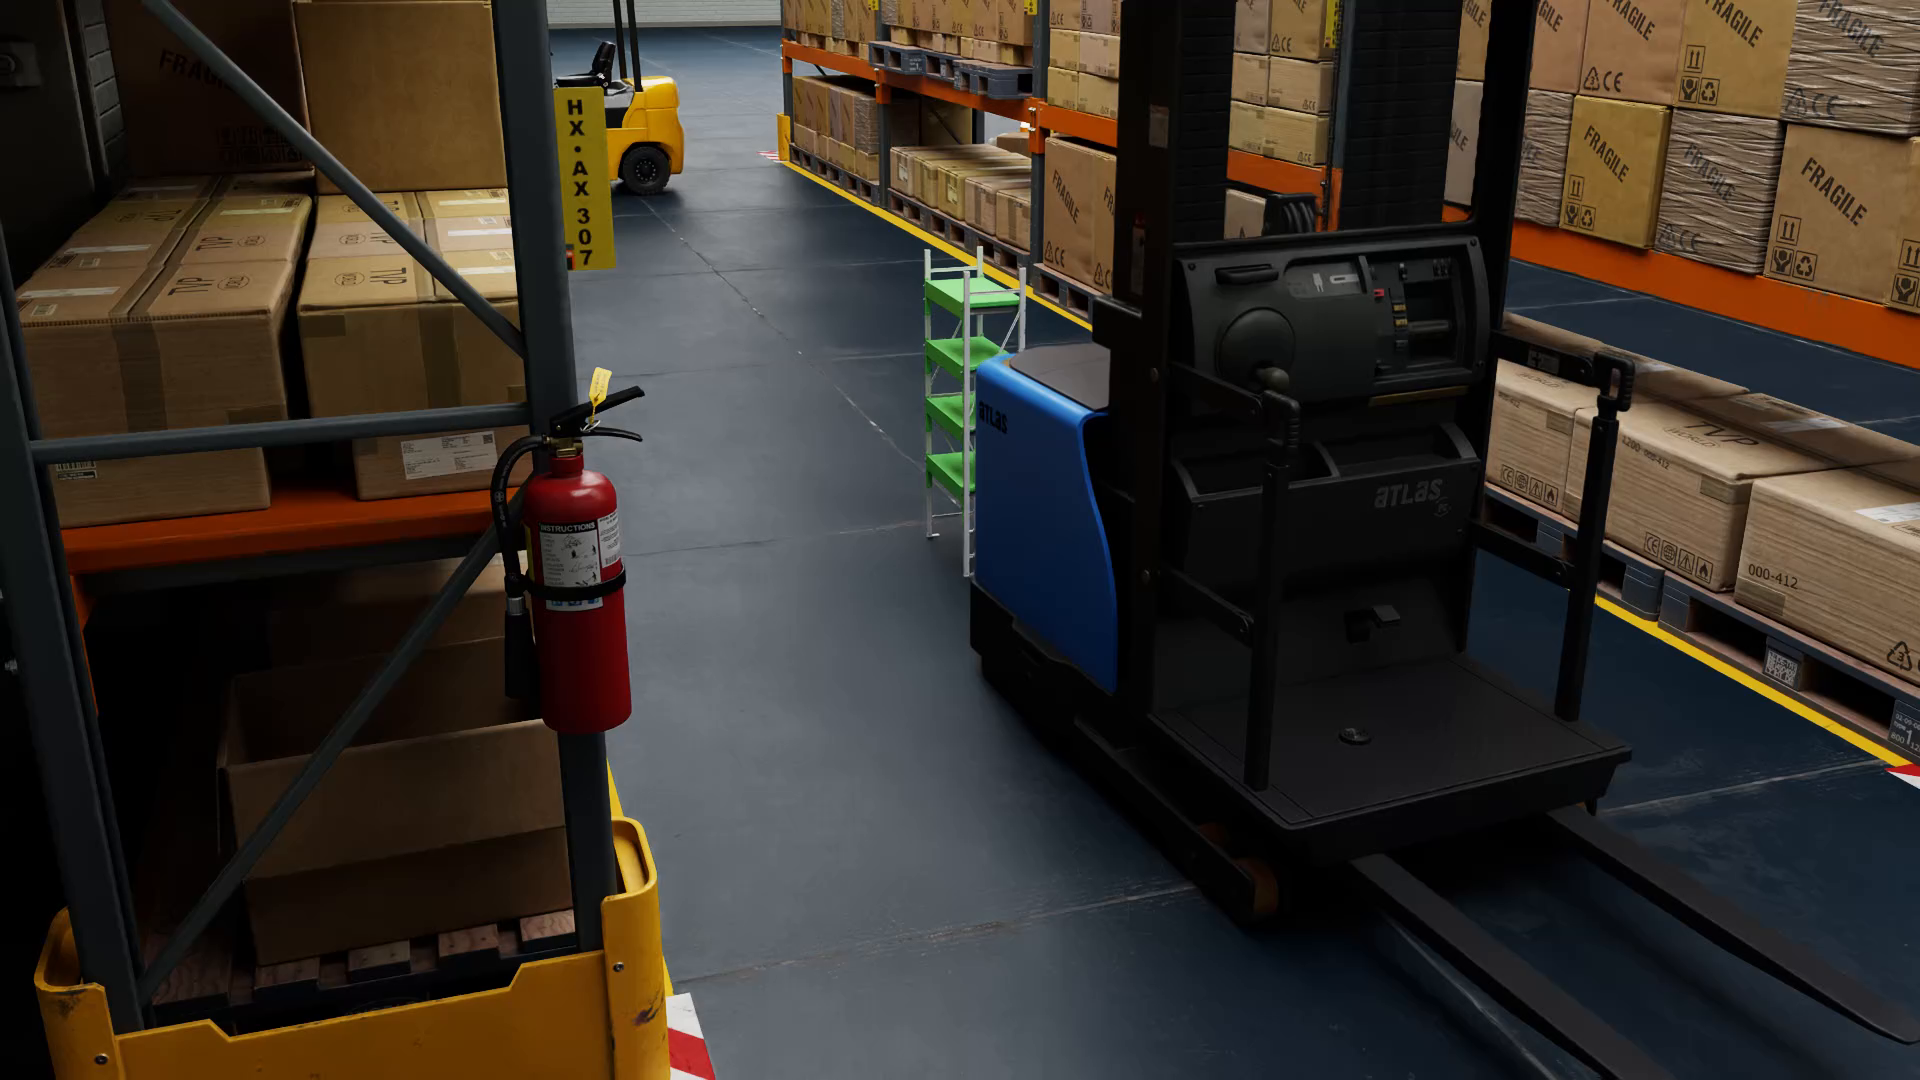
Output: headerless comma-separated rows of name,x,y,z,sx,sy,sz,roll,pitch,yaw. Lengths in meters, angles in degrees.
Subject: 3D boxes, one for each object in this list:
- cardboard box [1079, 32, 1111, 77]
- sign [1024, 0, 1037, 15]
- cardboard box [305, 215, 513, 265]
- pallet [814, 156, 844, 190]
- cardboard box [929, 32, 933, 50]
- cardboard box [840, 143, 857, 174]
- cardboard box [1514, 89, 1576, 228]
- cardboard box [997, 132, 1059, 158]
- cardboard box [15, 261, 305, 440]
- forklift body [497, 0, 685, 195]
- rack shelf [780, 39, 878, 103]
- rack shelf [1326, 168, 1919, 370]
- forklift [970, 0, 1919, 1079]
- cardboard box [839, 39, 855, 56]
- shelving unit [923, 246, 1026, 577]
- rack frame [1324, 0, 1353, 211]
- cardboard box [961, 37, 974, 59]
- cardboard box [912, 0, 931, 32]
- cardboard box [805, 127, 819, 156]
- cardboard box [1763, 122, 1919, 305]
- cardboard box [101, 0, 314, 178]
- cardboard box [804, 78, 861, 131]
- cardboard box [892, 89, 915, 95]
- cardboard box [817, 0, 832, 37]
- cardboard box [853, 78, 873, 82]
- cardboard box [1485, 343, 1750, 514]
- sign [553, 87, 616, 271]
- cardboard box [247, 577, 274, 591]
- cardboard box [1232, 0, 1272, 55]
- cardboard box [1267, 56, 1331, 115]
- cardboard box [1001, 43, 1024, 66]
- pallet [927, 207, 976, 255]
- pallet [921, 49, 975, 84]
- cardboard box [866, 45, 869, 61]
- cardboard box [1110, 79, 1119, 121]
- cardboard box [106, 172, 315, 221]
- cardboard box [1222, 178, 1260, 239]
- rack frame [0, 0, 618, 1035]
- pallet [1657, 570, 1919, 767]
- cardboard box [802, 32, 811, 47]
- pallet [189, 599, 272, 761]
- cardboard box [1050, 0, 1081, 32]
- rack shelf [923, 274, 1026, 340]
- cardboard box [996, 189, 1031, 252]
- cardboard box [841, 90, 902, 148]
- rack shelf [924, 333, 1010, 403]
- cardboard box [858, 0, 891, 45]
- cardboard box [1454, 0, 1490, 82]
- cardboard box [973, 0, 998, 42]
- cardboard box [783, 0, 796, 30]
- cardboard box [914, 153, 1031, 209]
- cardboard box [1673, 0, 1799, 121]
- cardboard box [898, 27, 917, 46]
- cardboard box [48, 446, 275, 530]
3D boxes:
cardboard box,1.082,-3.093,10.572,0.500,0.250,0.500,-6,21,-16
sign,0.483,-3.730,11.268,0.100,0.325,0.005,-6,21,-17
cardboard box,-1.246,-0.593,3.911,0.500,0.250,0.500,-6,21,-17
pallet,-0.894,-3.858,17.346,1.003,0.211,1.213,-6,21,-17
cardboard box,-0.039,-4.105,13.658,0.380,0.149,0.250,-6,21,-17
cardboard box,-0.880,-3.801,16.509,0.500,0.250,0.500,-7,21,-19
cardboard box,2.456,-1.546,6.635,0.500,0.500,0.500,-6,21,-17
cardboard box,0.693,-3.880,16.975,0.500,0.500,0.500,8,21,20
cardboard box,-1.597,-0.376,3.308,0.500,0.250,0.500,-6,21,-16
forklift body,-3.902,-4.508,16.284,2.313,2.155,1.214,-6,21,-17
rack shelf,-0.890,-4.870,17.102,1.077,0.370,4.000,-6,21,-17
rack shelf,2.881,-1.019,6.380,1.077,0.370,4.000,-6,21,-17
forklift,1.083,-0.575,4.180,1.130,2.935,3.031,-8,21,-22
cardboard box,-0.975,-4.845,16.340,0.380,0.149,0.250,-7,21,-18
shelving unit,0.052,-0.512,6.566,0.258,1.200,0.503,-6,21,-17
rack frame,2.253,-1.999,8.046,1.000,3.000,0.127,-6,21,-17
cardboard box,0.223,-3.766,12.713,0.380,0.149,0.250,-6,21,-16
cardboard box,-0.086,-4.450,13.658,0.500,0.500,0.500,-7,21,-18
cardboard box,-1.375,-4.301,17.900,0.500,0.250,0.500,-6,21,-15
cardboard box,2.964,-1.052,5.261,0.500,0.500,0.500,-7,21,-18
cardboard box,-2.243,-1.387,5.013,0.500,0.500,0.500,-7,21,-19
cardboard box,-1.351,-4.644,17.745,0.500,0.500,0.500,-7,21,-19
cardboard box,-0.370,-4.212,16.542,0.500,0.500,0.500,-6,20,-15
cardboard box,-1.139,-5.364,16.826,0.500,0.500,0.500,-7,21,-18
cardboard box,-0.852,-4.710,17.930,0.500,0.500,0.500,-6,21,-15
cardboard box,2.630,-0.491,7.016,0.875,0.438,0.875,-7,21,-19
sign,-0.686,-0.652,3.015,0.100,0.325,0.005,-6,21,-17
cardboard box,-2.339,0.049,5.937,0.380,0.149,0.250,-7,21,-18
cardboard box,1.704,-2.799,8.645,0.500,0.500,0.500,-6,21,-16
cardboard box,1.883,-2.280,8.309,0.500,0.250,0.500,-6,21,-17
cardboard box,0.516,-3.521,12.032,0.380,0.149,0.250,-6,21,-16
pallet,0.372,-2.612,13.878,1.003,0.211,1.213,-6,21,-17
pallet,0.334,-3.824,13.408,1.003,0.211,1.213,-6,21,-17
cardboard box,-0.652,-4.519,15.433,0.380,0.149,0.250,-7,21,-18
cardboard box,1.248,-2.697,10.209,0.500,0.250,0.500,-6,21,-15
cardboard box,-2.074,-0.869,4.680,0.500,0.250,0.500,-6,21,-17
cardboard box,1.691,-1.677,9.669,0.875,0.875,0.875,-6,21,-16
rack frame,-1.201,-0.187,3.000,1.000,3.000,0.127,-6,21,-17
pallet,3.184,0.348,5.635,1.003,0.211,1.213,-6,21,-17
cardboard box,-1.473,-5.341,17.722,0.380,0.149,0.250,-6,21,-16
pallet,-1.856,0.454,5.340,1.003,0.211,1.213,-6,21,-17
cardboard box,0.918,-3.616,10.921,0.500,0.500,0.500,-7,21,-19
rack shelf,0.052,-0.903,6.425,0.258,0.148,0.480,-6,21,-17
cardboard box,0.827,-2.426,12.500,0.950,0.372,0.625,-8,21,-21
cardboard box,-0.864,-4.148,16.363,0.500,0.500,0.500,-6,21,-16
rack shelf,0.052,-0.677,6.506,0.258,0.148,0.480,-6,21,-17
cardboard box,-0.638,-4.870,15.450,0.500,0.500,0.500,-7,21,-19
cardboard box,2.325,-2.176,6.910,0.500,0.500,0.500,-7,21,-18
cardboard box,0.416,-3.949,12.264,0.500,0.500,0.500,-7,21,-18
cardboard box,-1.633,-5.856,18.195,0.500,0.500,0.500,-7,21,-18
cardboard box,0.135,-3.129,14.457,0.950,0.372,0.625,-5,20,-14
cardboard box,2.788,-1.686,5.547,0.500,0.500,0.500,-6,21,-17
cardboard box,-0.318,-4.354,14.352,0.380,0.149,0.250,-6,21,-16
cardboard box,-1.560,-0.147,3.260,0.380,0.149,0.250,-7,21,-18
